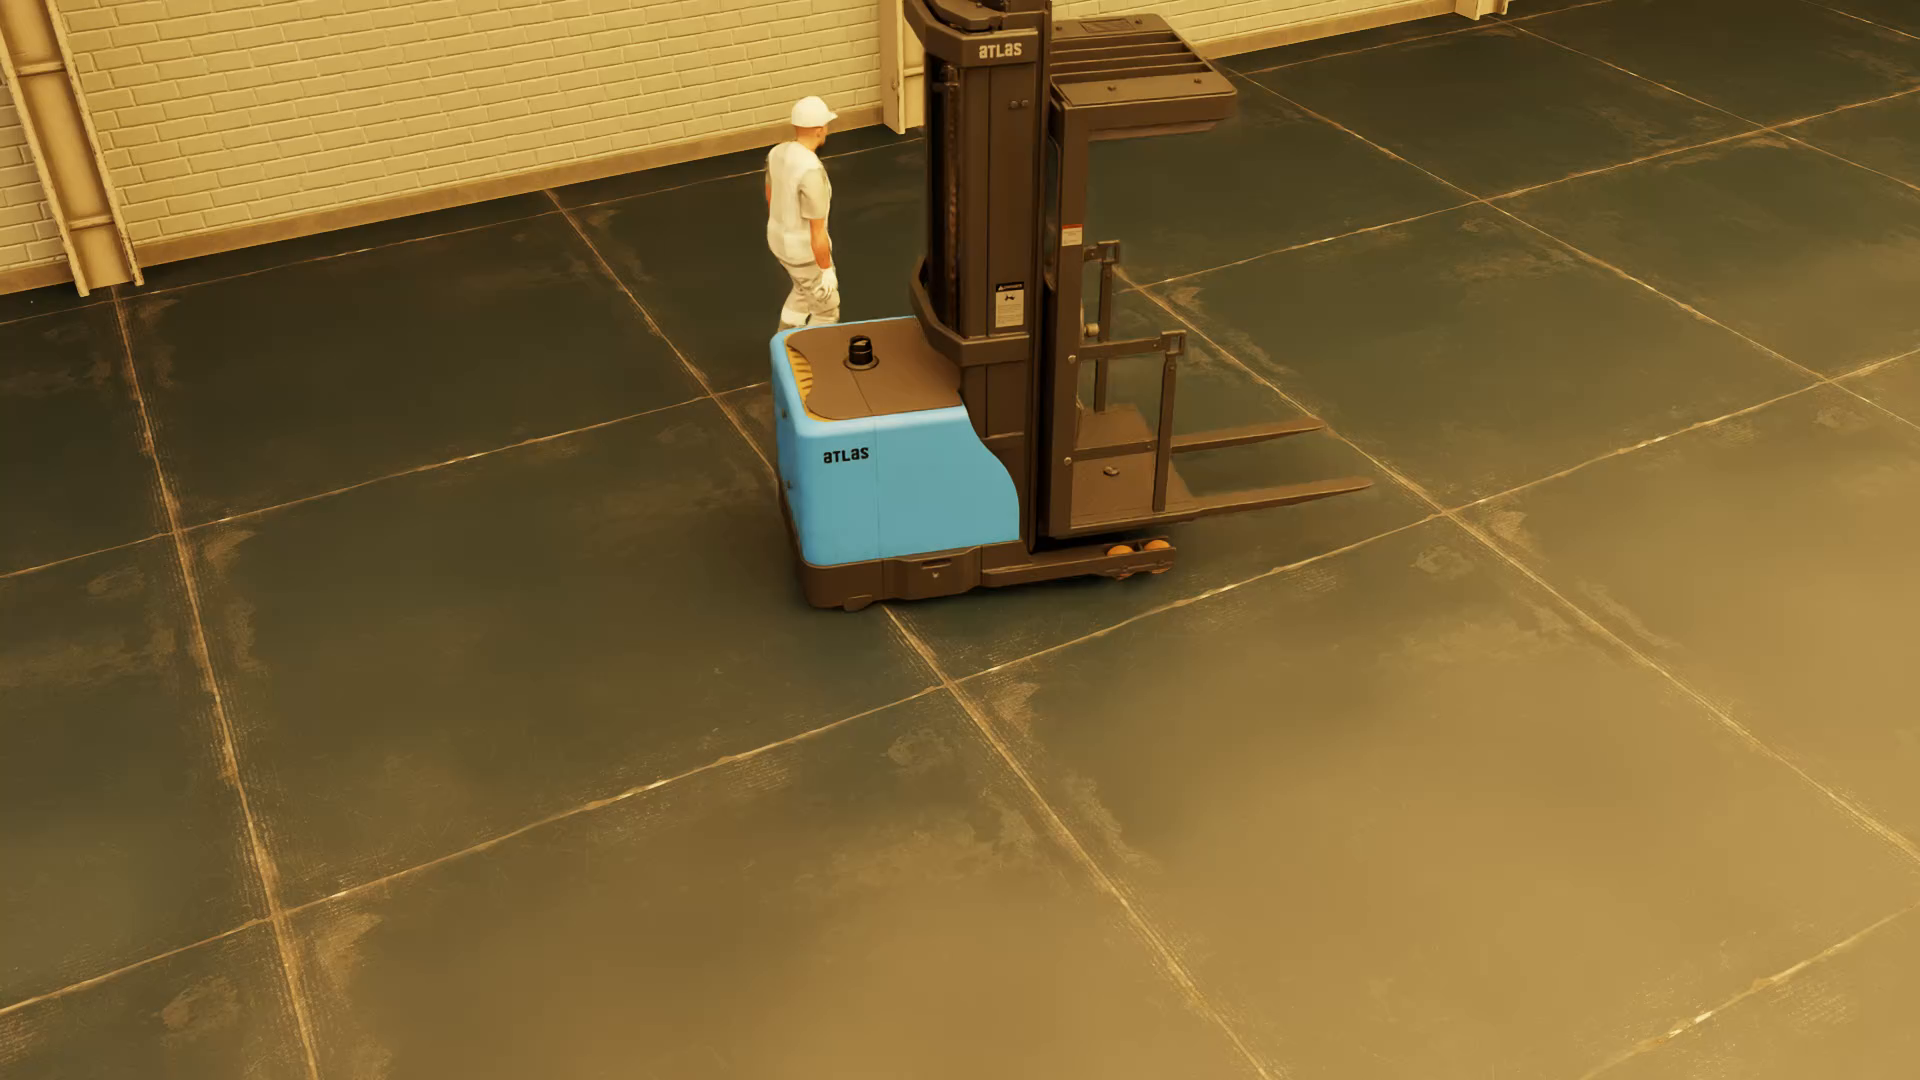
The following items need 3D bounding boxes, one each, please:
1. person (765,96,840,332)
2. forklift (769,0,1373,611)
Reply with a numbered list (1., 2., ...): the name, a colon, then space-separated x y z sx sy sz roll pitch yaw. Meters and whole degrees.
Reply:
1. person: -0.866 -1.671 9.509 0.434 1.754 0.796 -21 40 -27
2. forklift: 0.612 -1.292 7.951 3.031 2.935 1.130 -8 36 -11
